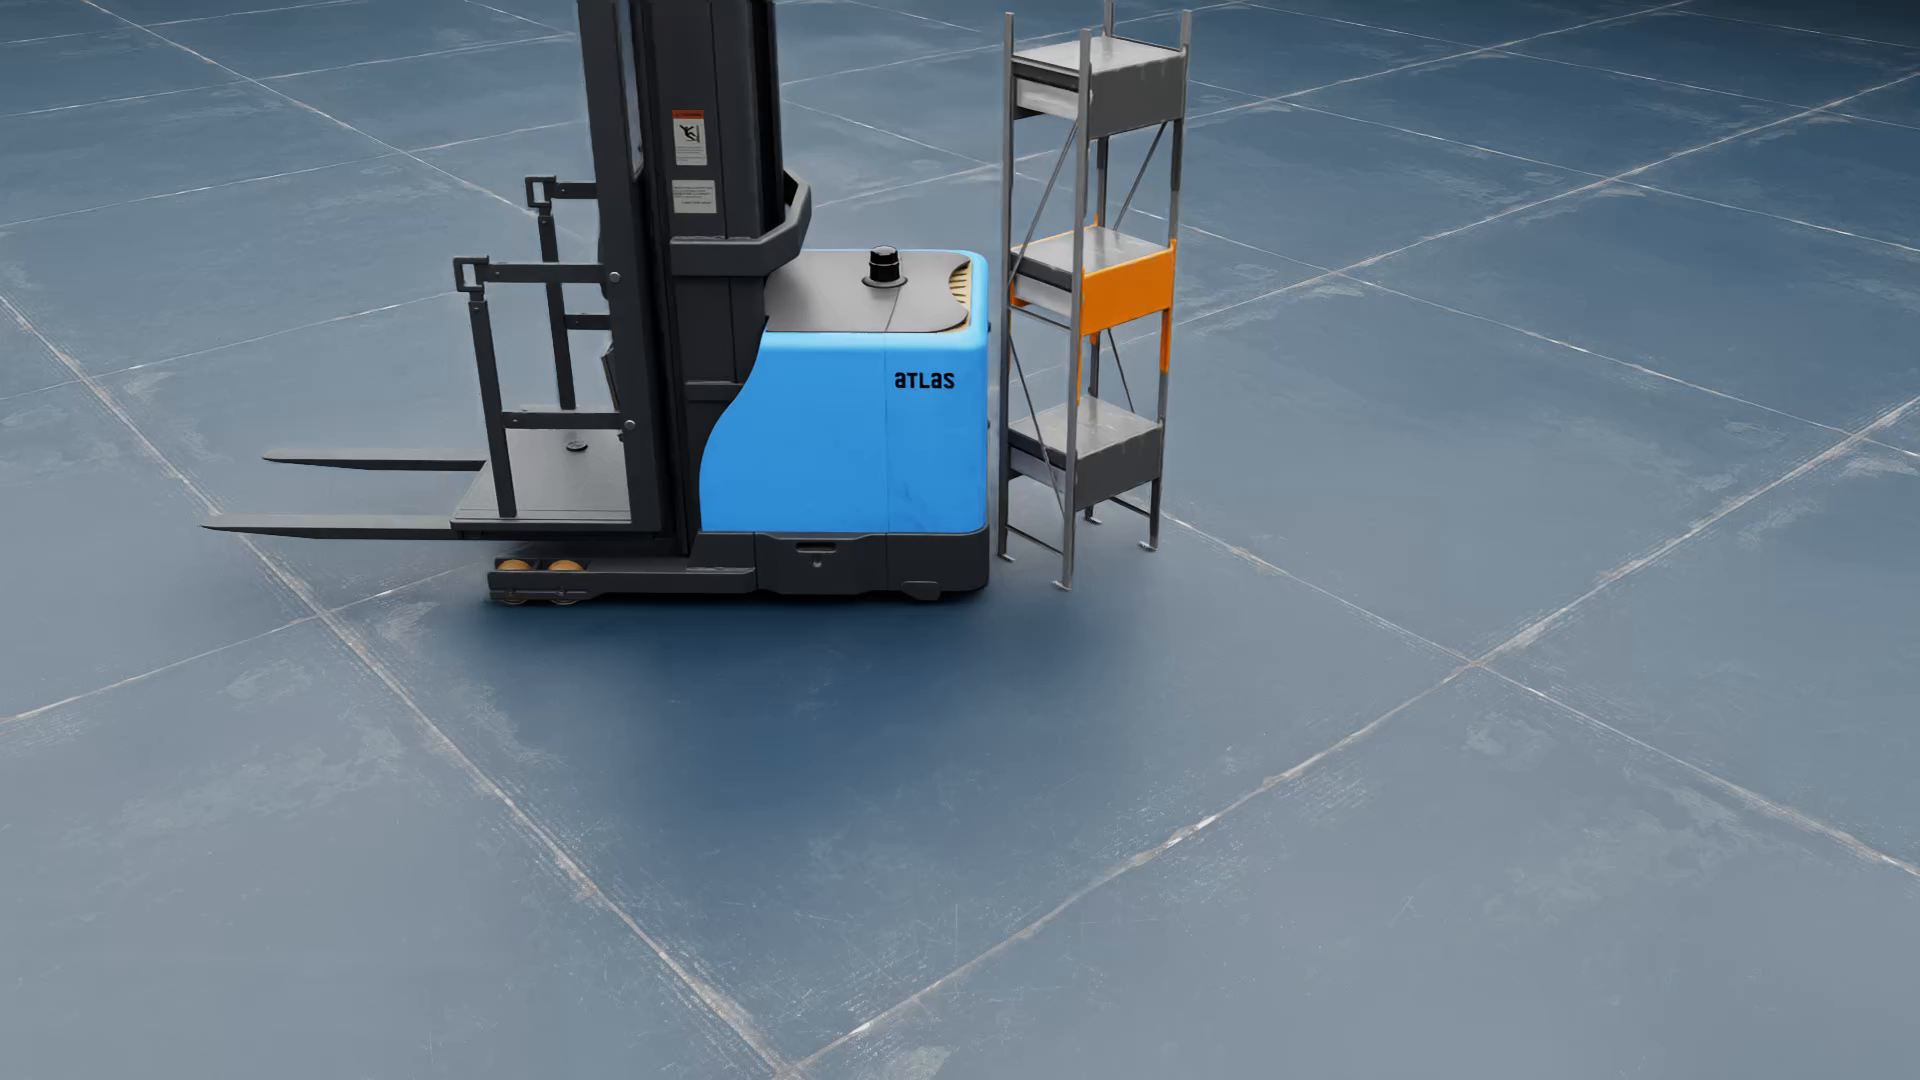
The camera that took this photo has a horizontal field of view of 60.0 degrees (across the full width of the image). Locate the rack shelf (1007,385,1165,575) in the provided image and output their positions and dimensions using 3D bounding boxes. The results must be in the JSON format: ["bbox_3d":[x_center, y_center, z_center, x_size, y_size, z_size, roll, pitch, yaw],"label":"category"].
[{"bbox_3d":[0.472,-0.243,6.492,0.480,0.518,0.431,-22,35,-36],"label":"rack shelf"}]

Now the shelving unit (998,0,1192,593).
[{"bbox_3d":[0.472,-0.873,6.155,0.503,2.100,0.431,-22,35,-36],"label":"shelving unit"}]

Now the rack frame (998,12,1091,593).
[{"bbox_3d":[0.288,-0.797,6.013,0.015,2.100,0.400,-22,35,-36],"label":"rack frame"}]

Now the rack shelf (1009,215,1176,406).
[{"bbox_3d":[0.472,-0.861,6.162,0.480,0.518,0.431,-22,35,-36],"label":"rack shelf"}]

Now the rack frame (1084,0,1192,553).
[{"bbox_3d":[0.655,-0.949,6.297,0.015,2.100,0.400,-22,35,-36],"label":"rack frame"}]

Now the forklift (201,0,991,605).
[{"bbox_3d":[-1.397,-1.295,6.064,3.031,2.935,1.130,0,28,1],"label":"forklift"}]

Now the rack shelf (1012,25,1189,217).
[{"bbox_3d":[0.472,-1.478,5.832,0.480,0.518,0.431,-22,35,-36],"label":"rack shelf"}]
